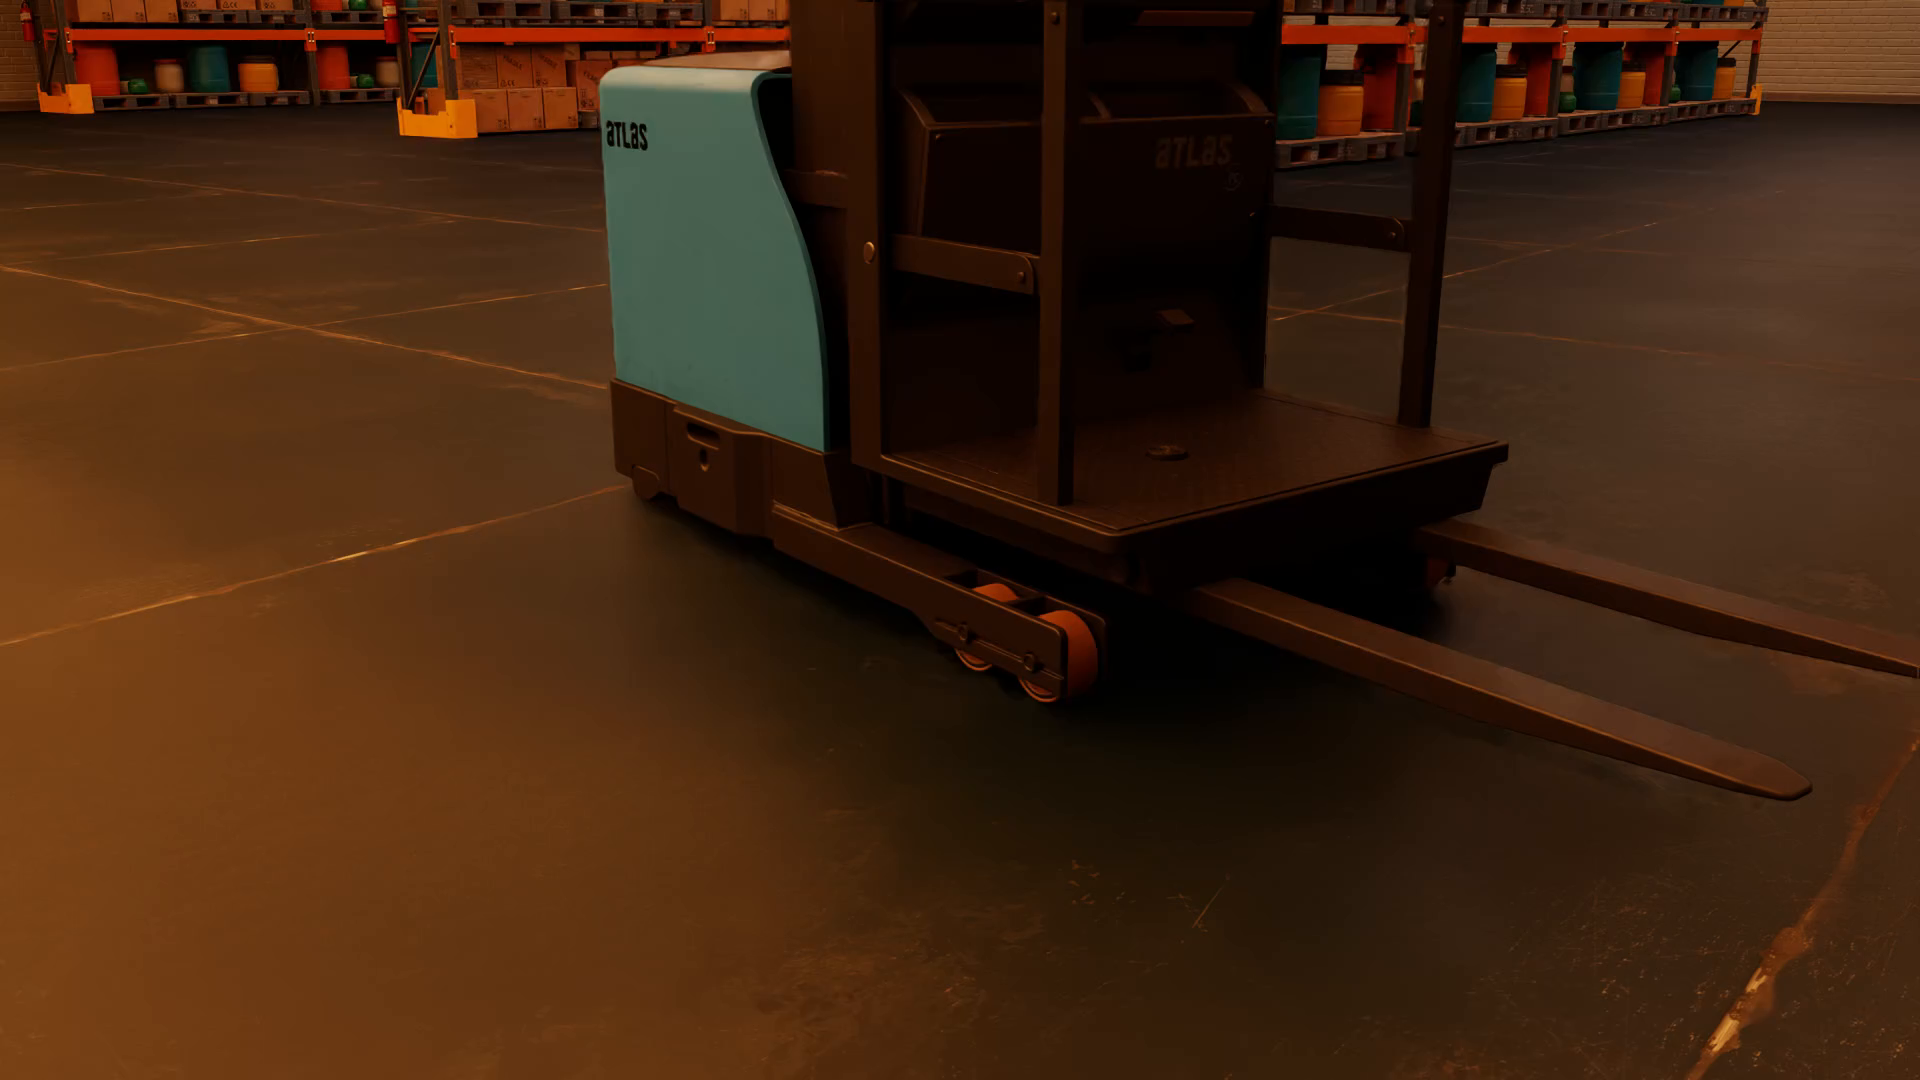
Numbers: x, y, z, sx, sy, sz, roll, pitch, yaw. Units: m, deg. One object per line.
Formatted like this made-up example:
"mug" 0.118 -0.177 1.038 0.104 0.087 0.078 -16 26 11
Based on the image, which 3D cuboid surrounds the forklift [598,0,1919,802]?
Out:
"forklift" 0.398 -1.271 3.085 1.130 2.935 3.031 -12 21 -35
